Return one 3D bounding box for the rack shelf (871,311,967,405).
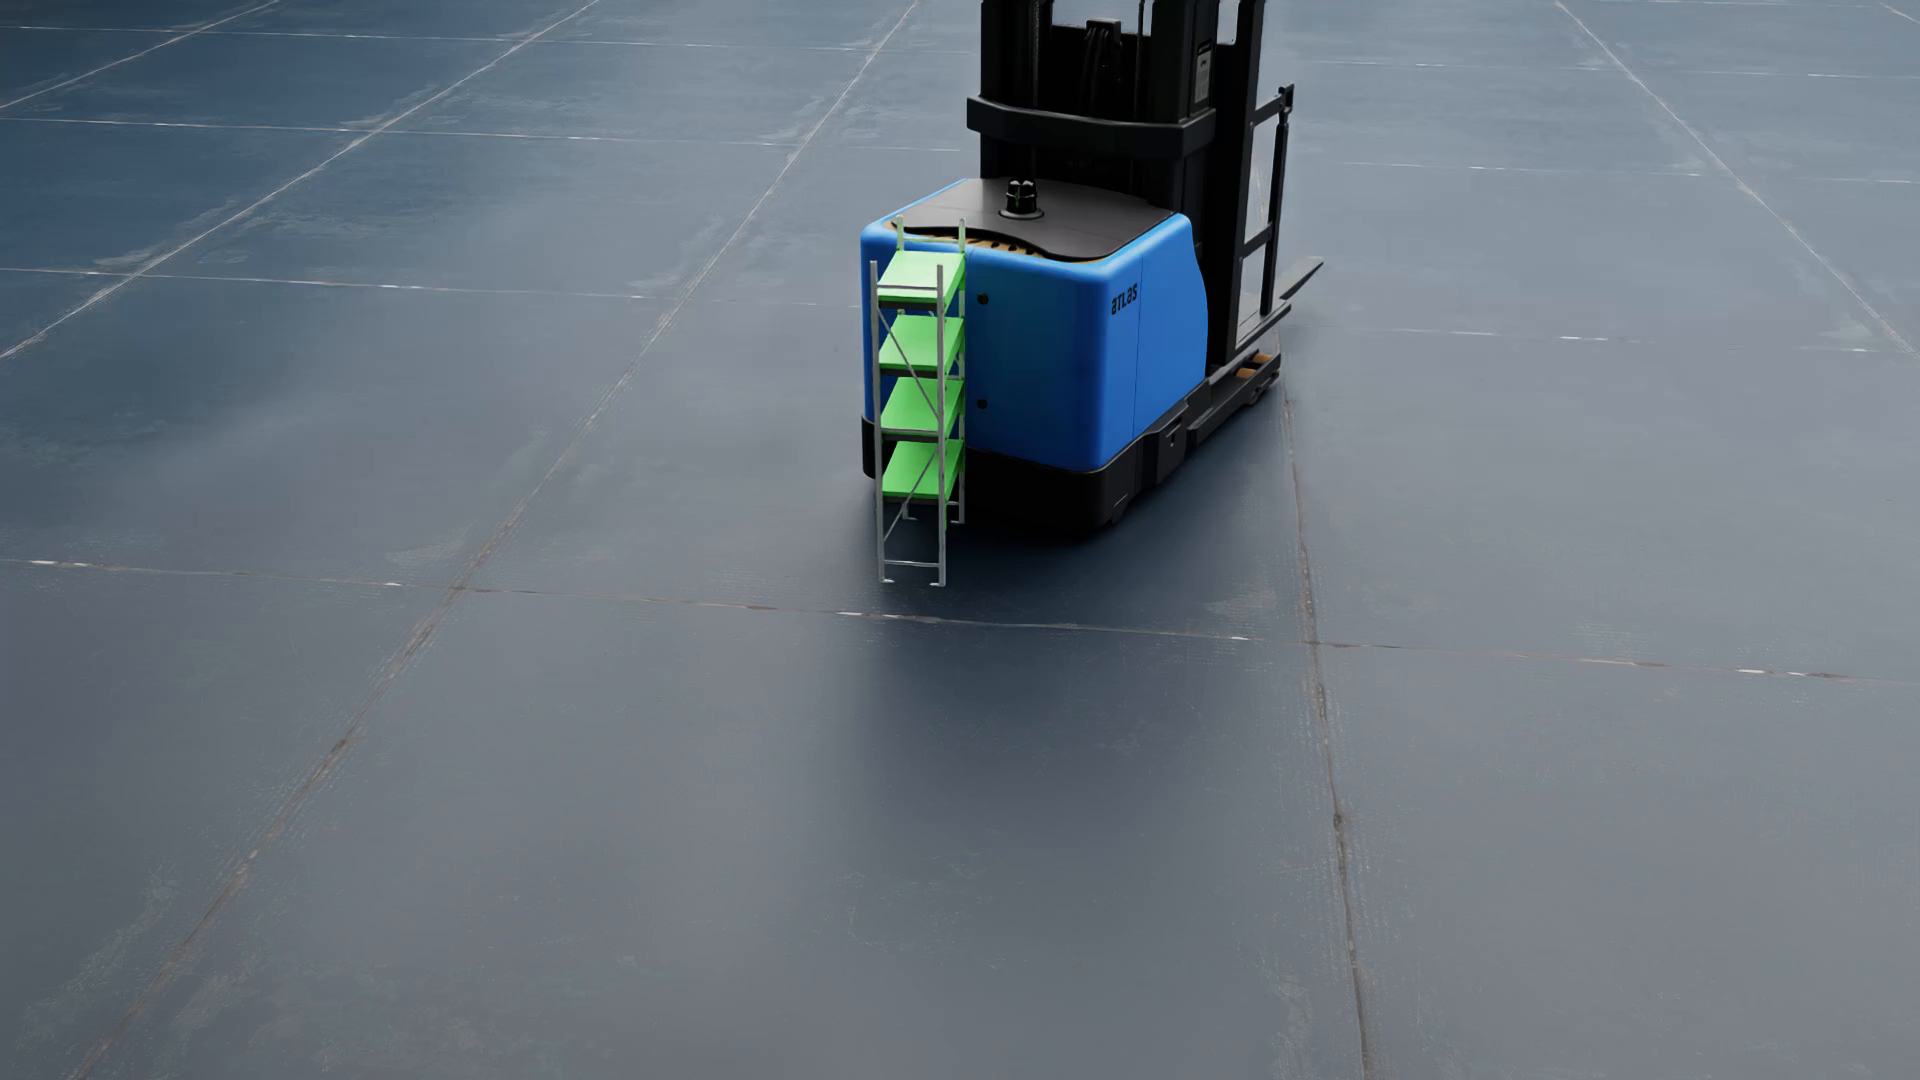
[{"bbox_3d":[-0.137,-0.640,5.801,0.258,0.148,0.480,4,29,7],"label":"rack shelf"}]

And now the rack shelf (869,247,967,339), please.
[{"bbox_3d":[-0.137,-0.851,5.687,0.258,0.148,0.480,4,29,7],"label":"rack shelf"}]

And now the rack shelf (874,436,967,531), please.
[{"bbox_3d":[-0.137,-0.217,6.029,0.258,0.148,0.480,4,29,7],"label":"rack shelf"}]

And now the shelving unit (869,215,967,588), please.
[{"bbox_3d":[-0.137,-0.485,5.885,0.258,1.200,0.503,4,29,7],"label":"shelving unit"}]

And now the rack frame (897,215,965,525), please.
[{"bbox_3d":[-0.102,-0.599,6.097,0.240,1.200,0.015,4,29,7],"label":"rack frame"}]

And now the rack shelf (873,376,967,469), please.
[{"bbox_3d":[-0.137,-0.428,5.915,0.258,0.148,0.480,4,29,7],"label":"rack shelf"}]

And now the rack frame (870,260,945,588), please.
[{"bbox_3d":[-0.173,-0.370,5.672,0.240,1.200,0.015,4,29,7],"label":"rack frame"}]

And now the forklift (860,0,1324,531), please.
[{"bbox_3d":[0.791,-1.985,6.844,1.130,2.935,3.031,15,32,26],"label":"forklift"}]
